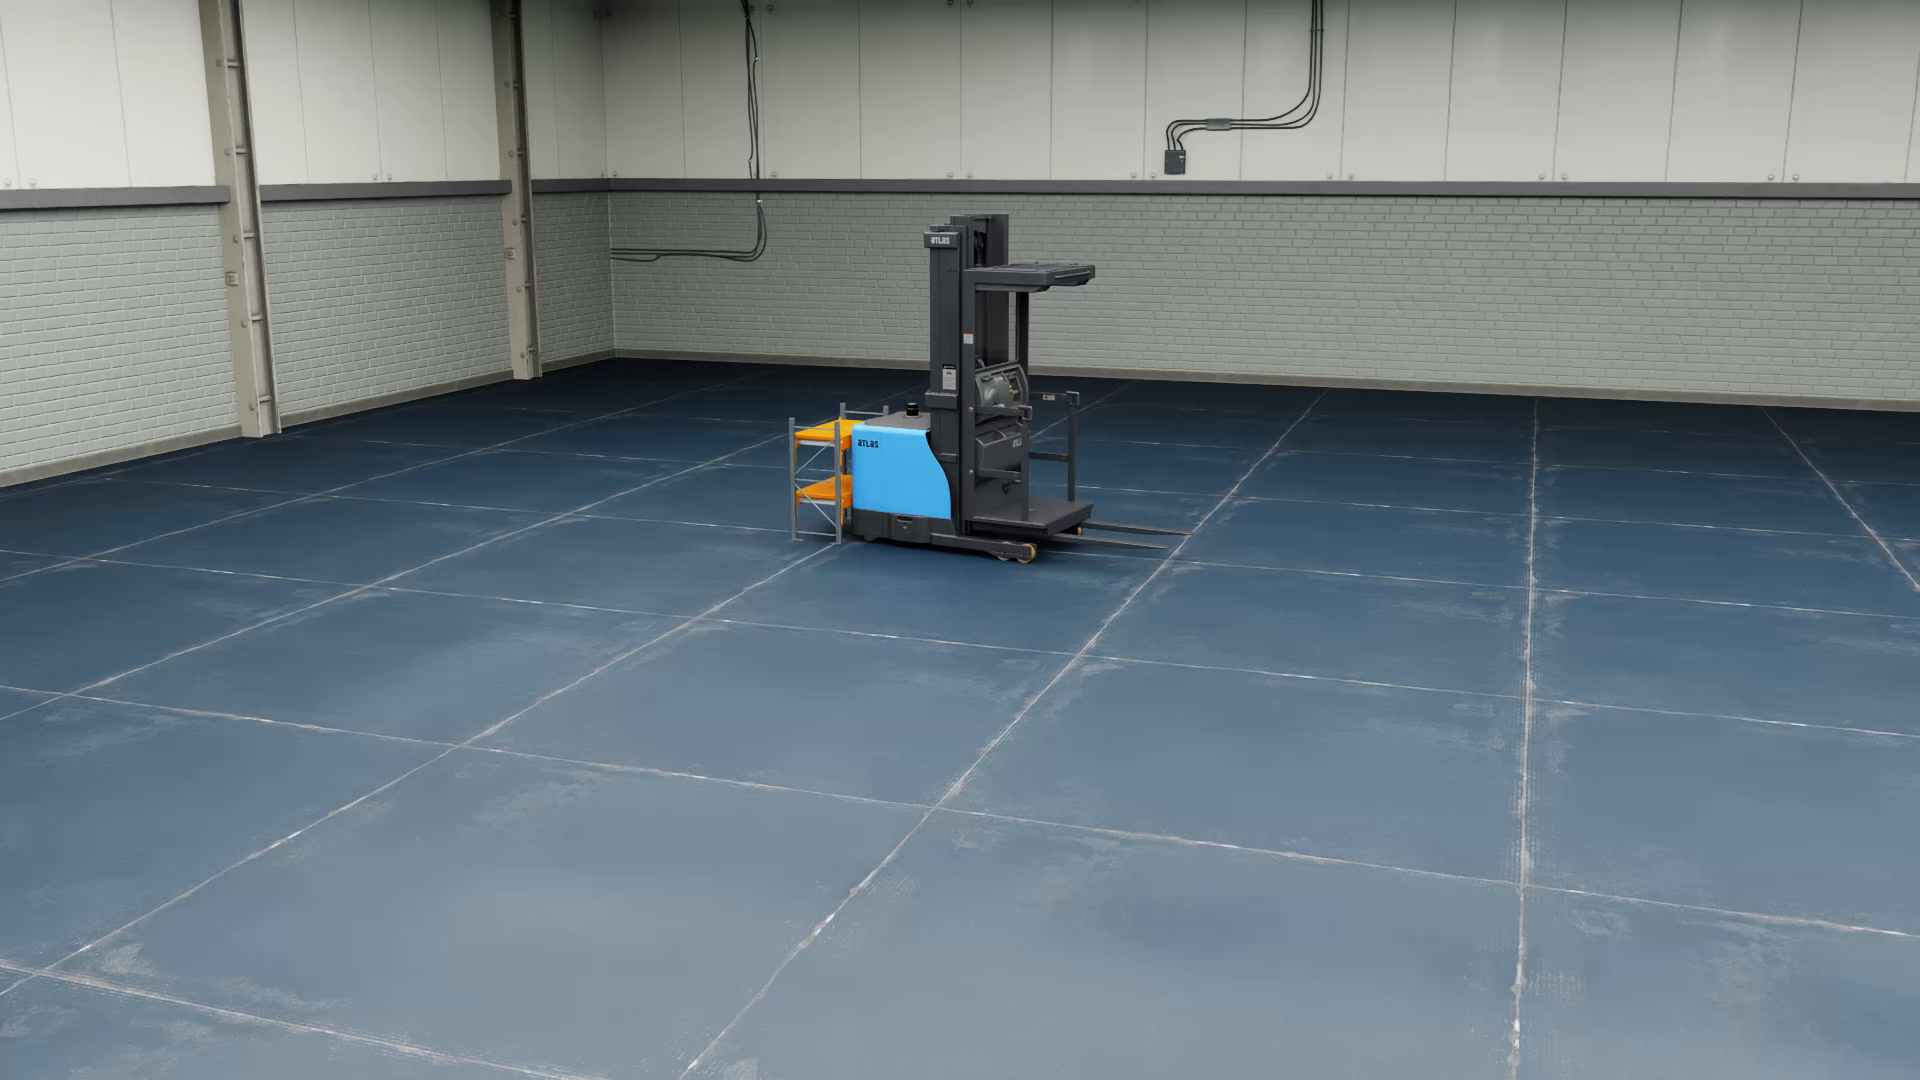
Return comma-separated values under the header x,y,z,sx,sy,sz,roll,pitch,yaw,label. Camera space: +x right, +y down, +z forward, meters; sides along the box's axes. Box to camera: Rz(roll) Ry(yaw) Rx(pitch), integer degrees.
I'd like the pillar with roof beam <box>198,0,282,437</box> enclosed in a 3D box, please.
x,y,z,sx,sy,sz,roll,pitch,yaw,label
-4.806,-5.418,18.766,9.100,9.000,0.400,4,14,18,pillar with roof beam

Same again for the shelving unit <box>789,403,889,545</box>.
x,y,z,sx,sy,sz,roll,pitch,yaw,label
-1.110,-0.635,15.504,0.538,1.125,1.048,5,14,22,shelving unit

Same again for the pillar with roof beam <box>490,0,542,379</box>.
x,y,z,sx,sy,sz,roll,pitch,yaw,label
-2.864,-6.682,24.301,9.100,9.000,0.400,4,14,18,pillar with roof beam

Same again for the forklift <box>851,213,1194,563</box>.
x,y,z,sx,sy,sz,roll,pitch,yaw,label
0.551,-1.364,14.640,3.031,2.935,1.130,7,14,27,forklift

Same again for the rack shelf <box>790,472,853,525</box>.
x,y,z,sx,sy,sz,roll,pitch,yaw,label
-1.110,-0.397,15.558,0.538,0.278,1.000,5,14,22,rack shelf

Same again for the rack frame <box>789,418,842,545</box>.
x,y,z,sx,sy,sz,roll,pitch,yaw,label
-1.308,-0.531,15.047,0.500,1.125,0.032,5,14,22,rack frame

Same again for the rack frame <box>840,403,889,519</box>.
x,y,z,sx,sy,sz,roll,pitch,yaw,label
-0.913,-0.739,15.960,0.500,1.125,0.032,5,14,22,rack frame

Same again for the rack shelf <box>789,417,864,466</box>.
x,y,z,sx,sy,sz,roll,pitch,yaw,label
-1.110,-0.920,15.439,0.538,0.278,1.000,5,14,22,rack shelf

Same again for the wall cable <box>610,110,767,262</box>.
x,y,z,sx,sy,sz,roll,pitch,yaw,label
-4.733,-6.003,28.305,3.097,2.526,0.112,4,14,18,wall cable

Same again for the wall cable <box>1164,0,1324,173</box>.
x,y,z,sx,sy,sz,roll,pitch,yaw,label
4.244,-8.488,24.572,2.305,6.003,0.169,4,14,18,wall cable

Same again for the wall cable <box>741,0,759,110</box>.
x,y,z,sx,sy,sz,roll,pitch,yaw,label
-2.174,-8.270,26.890,3.097,2.526,0.112,4,14,18,wall cable
